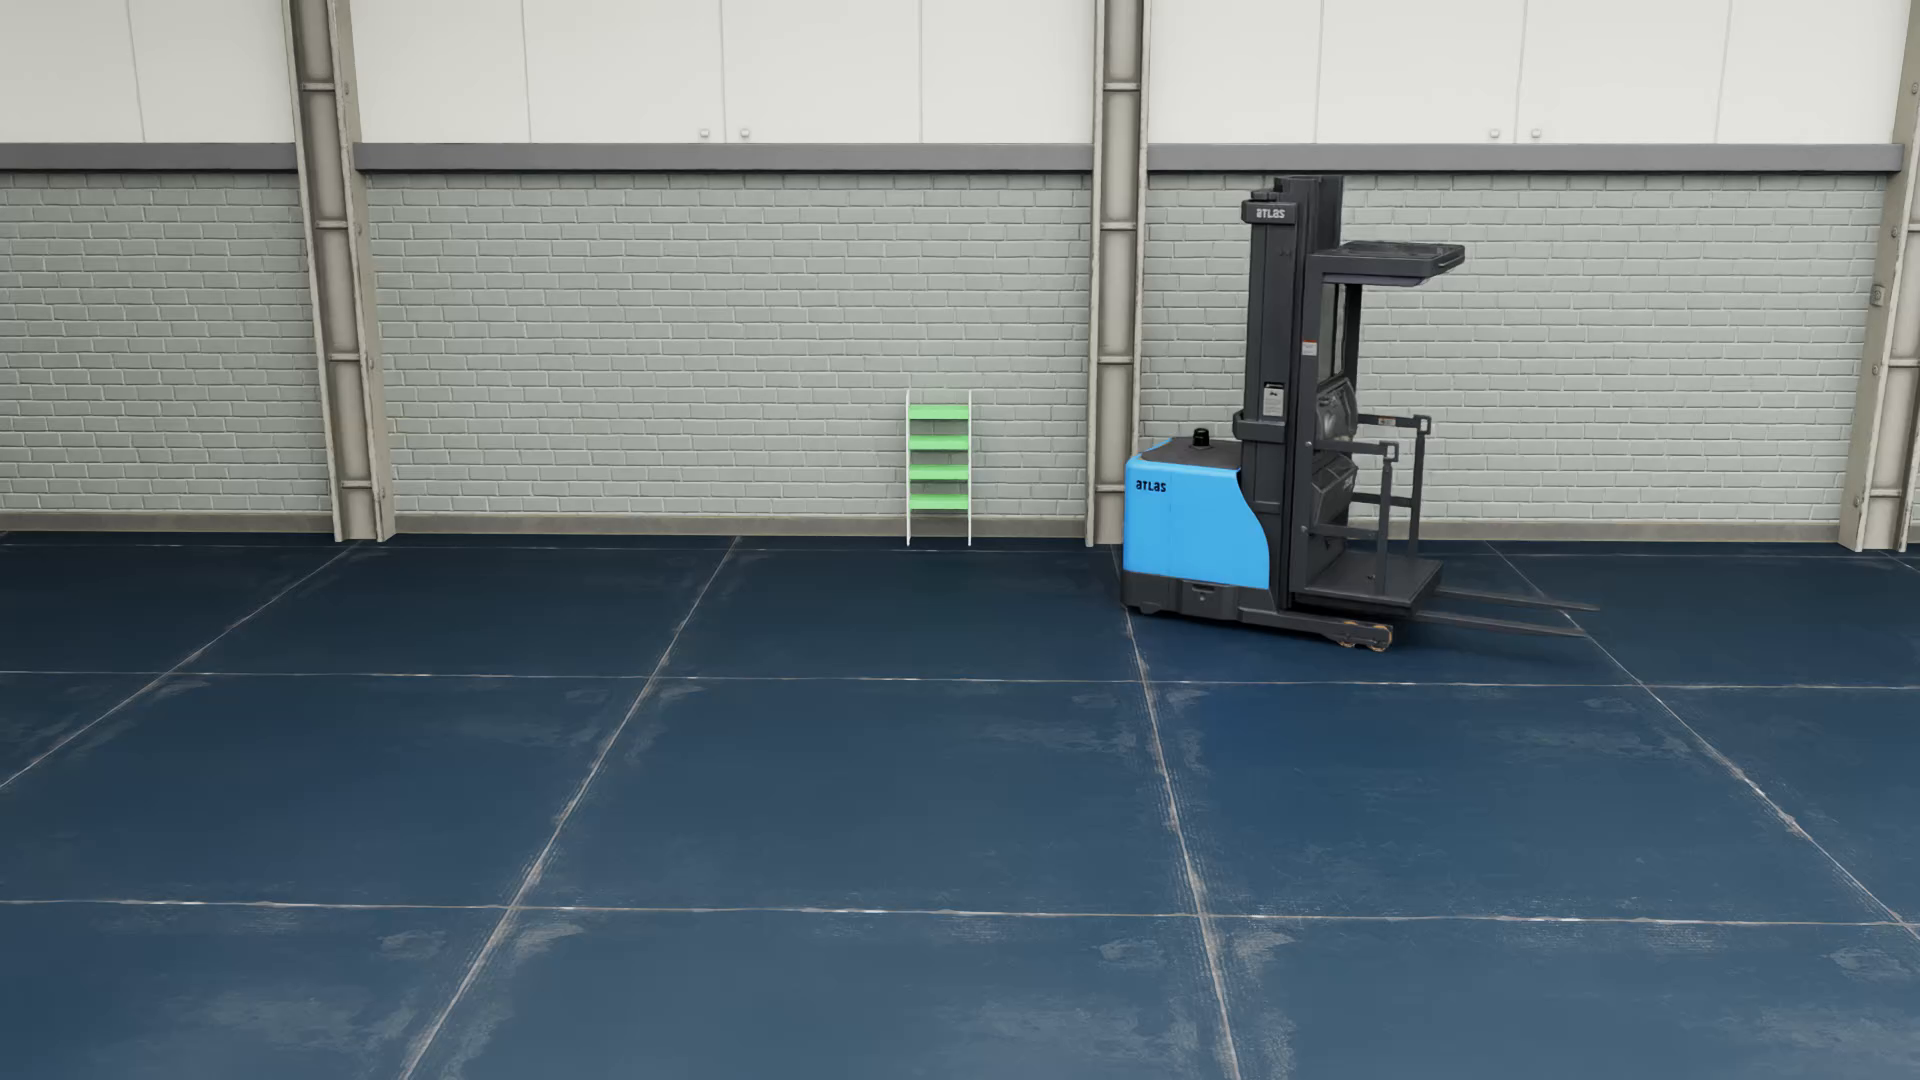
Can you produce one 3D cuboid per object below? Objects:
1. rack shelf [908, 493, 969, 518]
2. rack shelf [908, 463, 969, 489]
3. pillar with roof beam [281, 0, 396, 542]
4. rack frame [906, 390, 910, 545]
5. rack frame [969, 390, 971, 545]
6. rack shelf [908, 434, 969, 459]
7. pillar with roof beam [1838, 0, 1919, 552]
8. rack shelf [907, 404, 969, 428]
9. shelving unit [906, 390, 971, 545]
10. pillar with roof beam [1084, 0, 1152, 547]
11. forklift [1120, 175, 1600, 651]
[{"bbox_3d":[-0.166,-0.275,13.220,0.480,0.148,0.258,0,15,1],"label":"rack shelf"},{"bbox_3d":[-0.166,-0.508,13.160,0.480,0.148,0.258,0,15,1],"label":"rack shelf"},{"bbox_3d":[-4.909,-3.279,8.129,0.400,9.000,9.100,0,15,1],"label":"pillar with roof beam"},{"bbox_3d":[-0.410,-0.570,13.147,0.015,1.200,0.240,0,15,1],"label":"rack frame"},{"bbox_3d":[0.078,-0.568,13.140,0.015,1.200,0.240,0,15,1],"label":"rack frame"},{"bbox_3d":[-0.166,-0.740,13.099,0.480,0.148,0.258,0,15,1],"label":"rack shelf"},{"bbox_3d":[7.087,-3.201,7.833,0.400,9.000,9.100,0,15,1],"label":"pillar with roof beam"},{"bbox_3d":[-0.166,-0.972,13.039,0.480,0.148,0.258,0,15,1],"label":"rack shelf"},{"bbox_3d":[-0.166,-0.569,13.144,0.503,1.200,0.258,0,15,1],"label":"shelving unit"},{"bbox_3d":[1.089,-3.240,7.981,0.400,9.000,9.100,0,15,1],"label":"pillar with roof beam"},{"bbox_3d":[2.653,-0.859,10.850,3.031,2.935,1.130,7,16,26],"label":"forklift"}]
